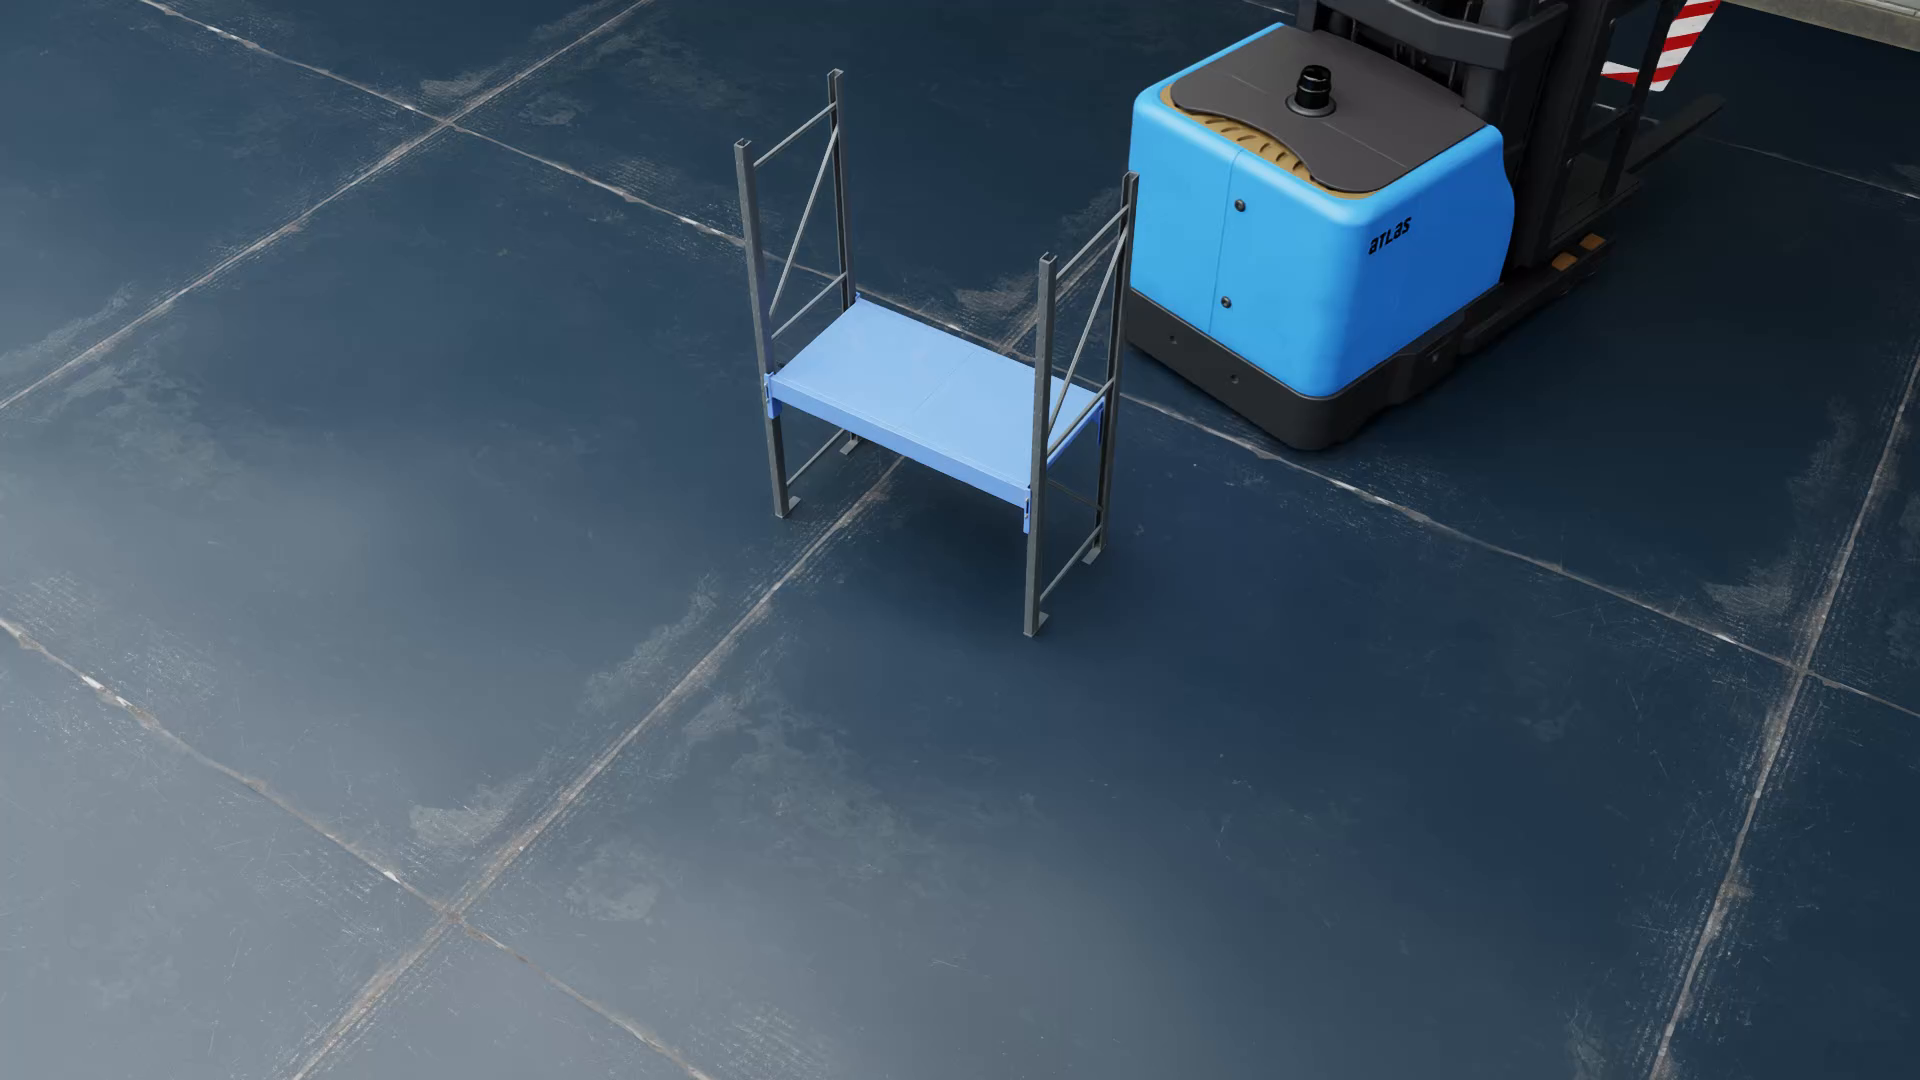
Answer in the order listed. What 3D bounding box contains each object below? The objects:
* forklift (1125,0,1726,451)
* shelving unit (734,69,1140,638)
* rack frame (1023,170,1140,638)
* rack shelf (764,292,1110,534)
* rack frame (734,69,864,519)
[{"bbox_3d":[2.024,-2.263,5.906,3.031,2.935,1.130,-33,54,-28],"label":"forklift"},{"bbox_3d":[-0.072,-0.556,5.244,1.048,1.500,0.538,25,51,22],"label":"shelving unit"},{"bbox_3d":[0.356,-0.359,5.053,0.032,1.500,0.500,25,51,22],"label":"rack frame"},{"bbox_3d":[-0.072,-0.430,5.373,1.000,0.185,0.538,25,51,22],"label":"rack shelf"},{"bbox_3d":[-0.500,-0.753,5.435,0.032,1.500,0.500,25,51,22],"label":"rack frame"}]
